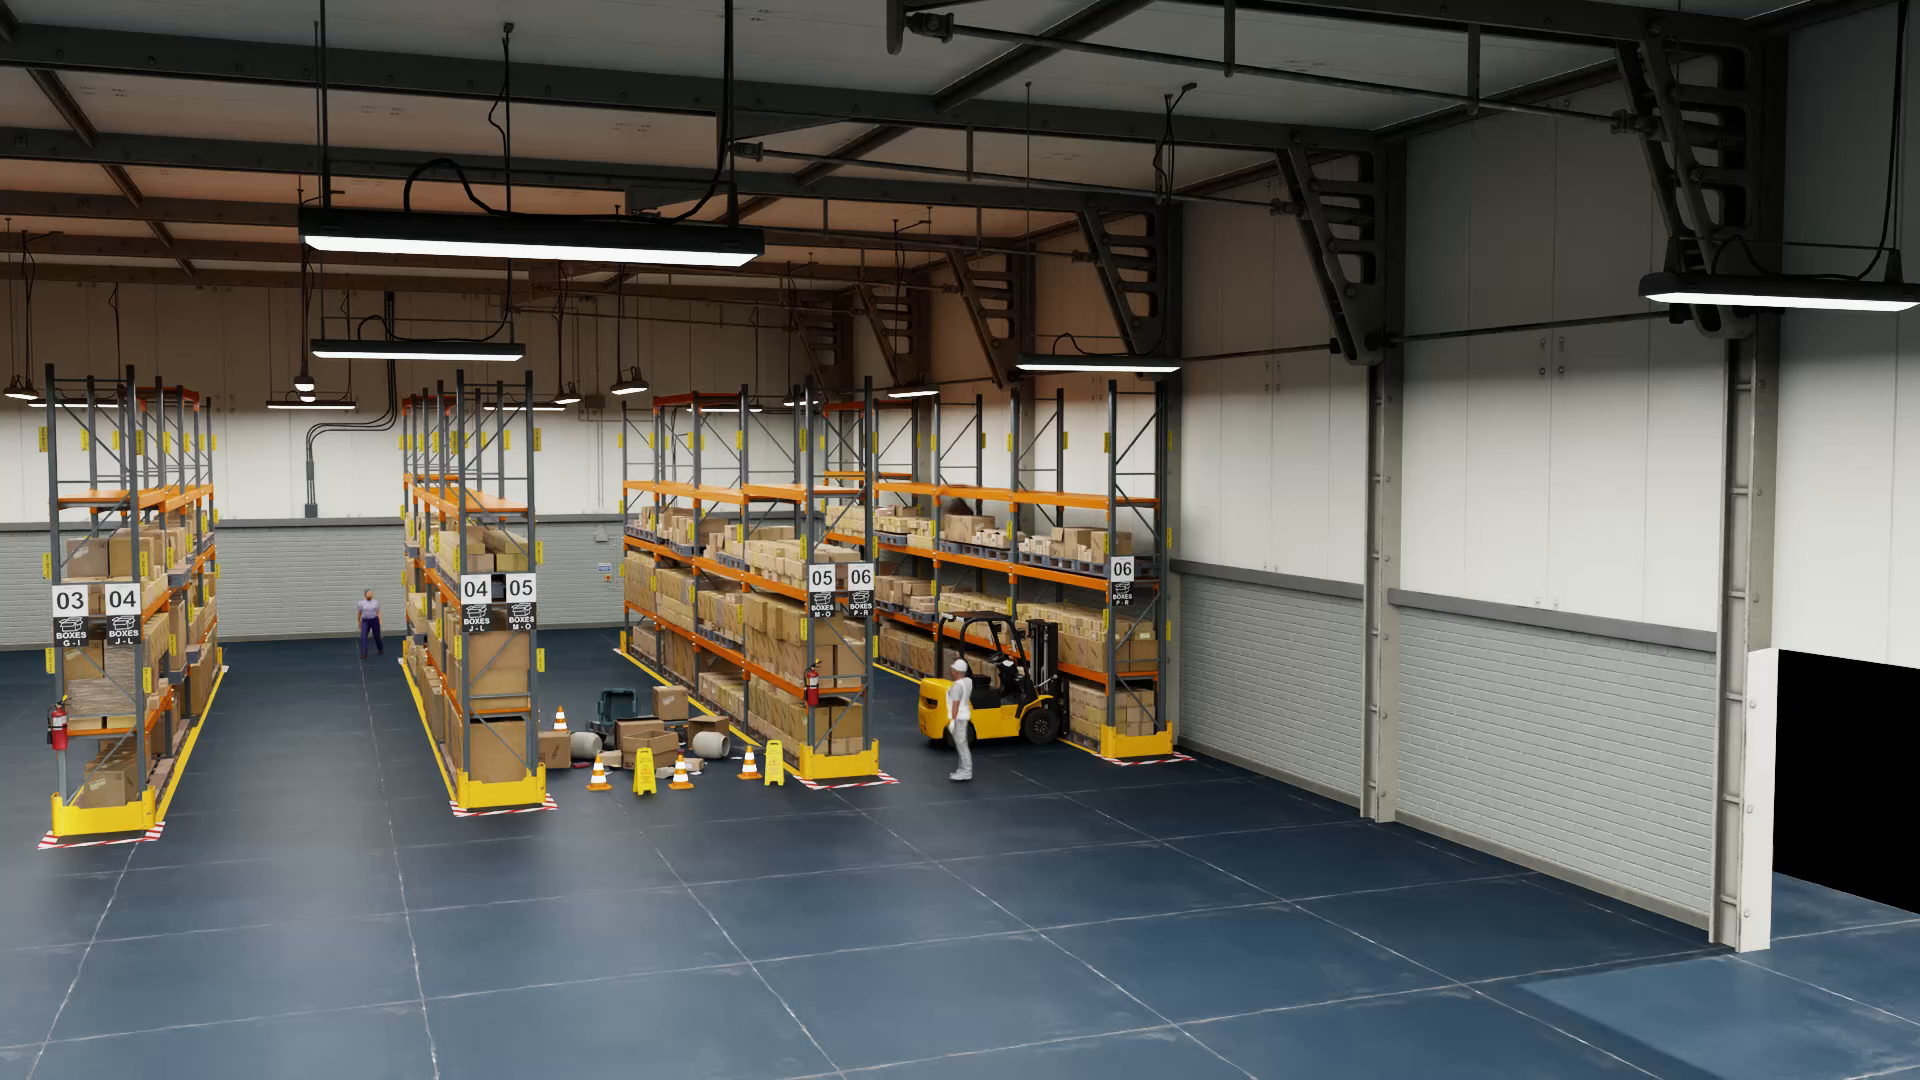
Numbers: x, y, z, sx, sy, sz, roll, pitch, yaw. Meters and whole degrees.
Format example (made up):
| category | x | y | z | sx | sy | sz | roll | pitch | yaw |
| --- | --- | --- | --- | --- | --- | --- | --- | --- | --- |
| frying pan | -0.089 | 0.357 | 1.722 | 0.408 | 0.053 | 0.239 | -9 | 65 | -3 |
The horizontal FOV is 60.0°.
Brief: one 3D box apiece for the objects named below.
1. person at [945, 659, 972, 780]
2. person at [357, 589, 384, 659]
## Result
| category | x | y | z | sx | sy | sz | roll | pitch | yaw |
| --- | --- | --- | --- | --- | --- | --- | --- | --- | --- |
| person | -0.012 | 2.668 | 24.694 | 0.398 | 1.805 | 0.640 | 0 | 3 | 4 |
| person | -13.721 | 1.932 | 38.709 | 0.582 | 1.598 | 0.951 | 0 | 3 | -5 |
